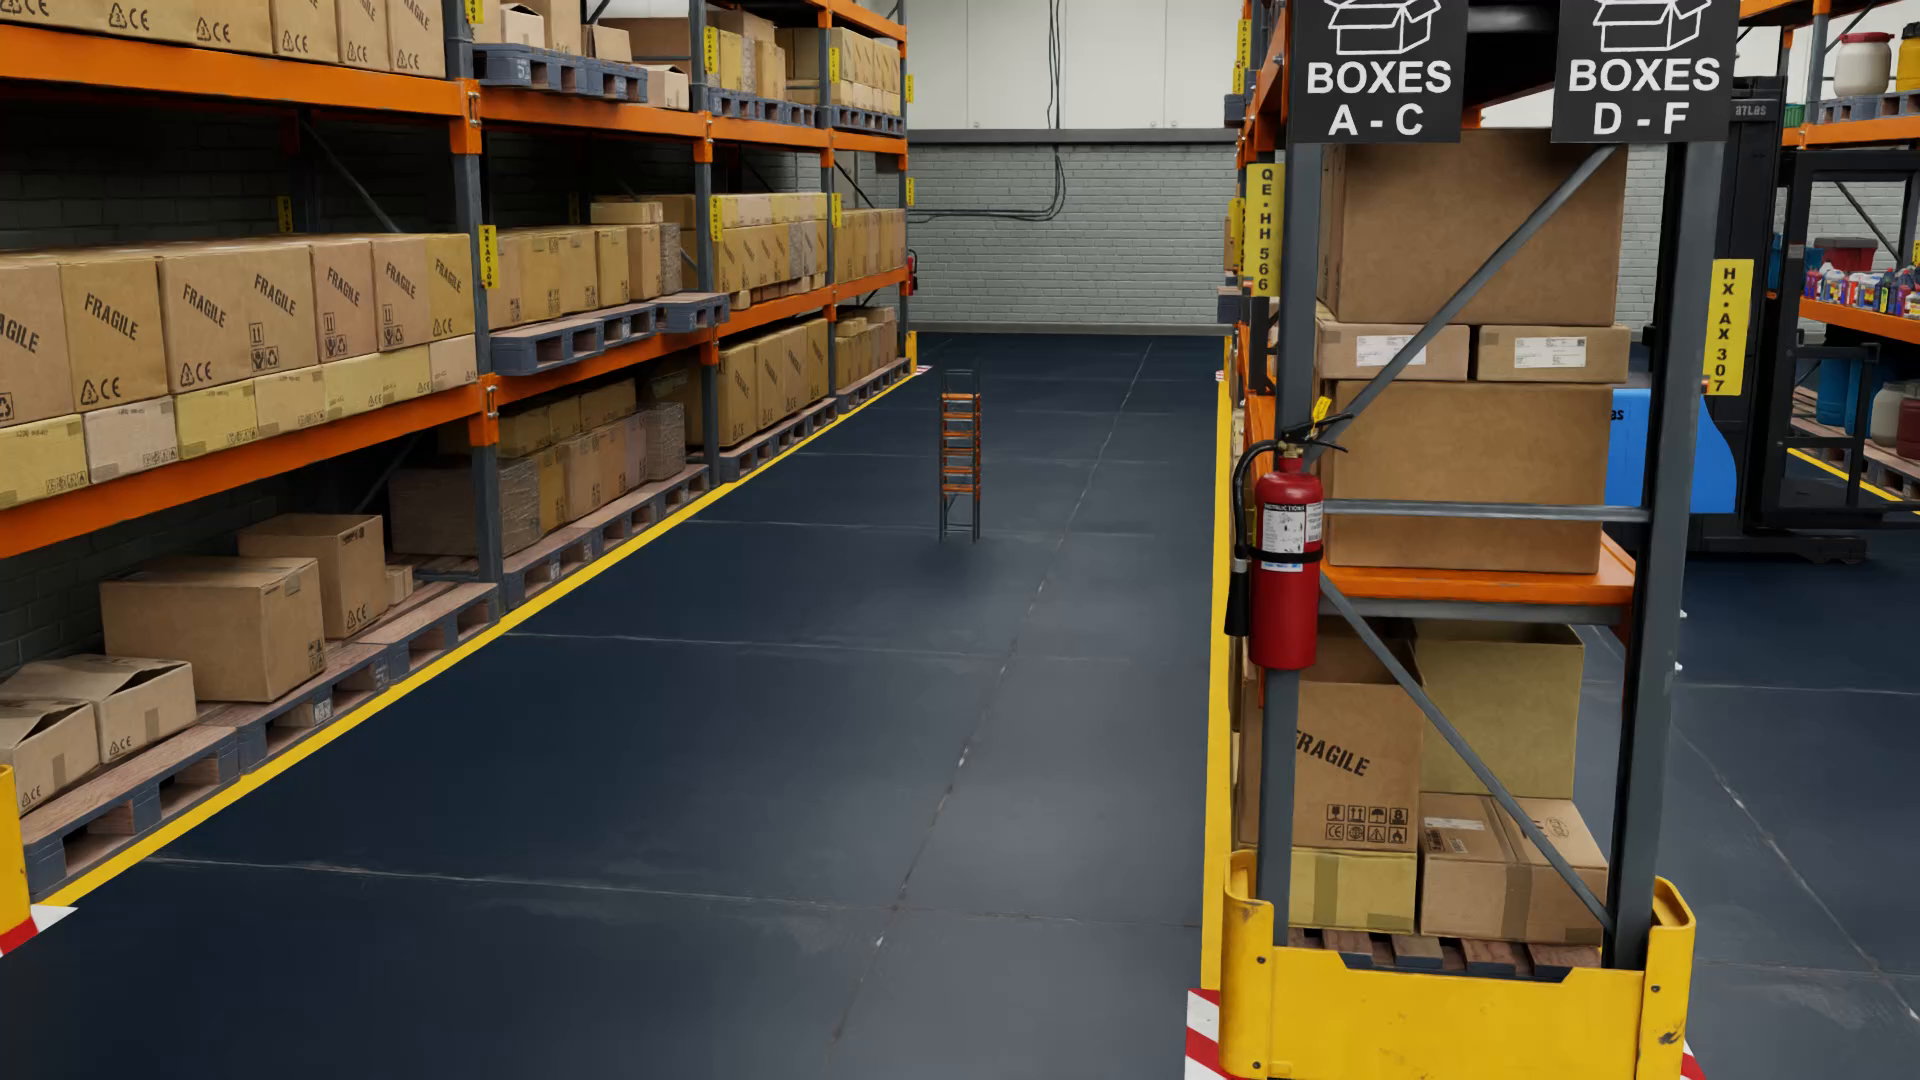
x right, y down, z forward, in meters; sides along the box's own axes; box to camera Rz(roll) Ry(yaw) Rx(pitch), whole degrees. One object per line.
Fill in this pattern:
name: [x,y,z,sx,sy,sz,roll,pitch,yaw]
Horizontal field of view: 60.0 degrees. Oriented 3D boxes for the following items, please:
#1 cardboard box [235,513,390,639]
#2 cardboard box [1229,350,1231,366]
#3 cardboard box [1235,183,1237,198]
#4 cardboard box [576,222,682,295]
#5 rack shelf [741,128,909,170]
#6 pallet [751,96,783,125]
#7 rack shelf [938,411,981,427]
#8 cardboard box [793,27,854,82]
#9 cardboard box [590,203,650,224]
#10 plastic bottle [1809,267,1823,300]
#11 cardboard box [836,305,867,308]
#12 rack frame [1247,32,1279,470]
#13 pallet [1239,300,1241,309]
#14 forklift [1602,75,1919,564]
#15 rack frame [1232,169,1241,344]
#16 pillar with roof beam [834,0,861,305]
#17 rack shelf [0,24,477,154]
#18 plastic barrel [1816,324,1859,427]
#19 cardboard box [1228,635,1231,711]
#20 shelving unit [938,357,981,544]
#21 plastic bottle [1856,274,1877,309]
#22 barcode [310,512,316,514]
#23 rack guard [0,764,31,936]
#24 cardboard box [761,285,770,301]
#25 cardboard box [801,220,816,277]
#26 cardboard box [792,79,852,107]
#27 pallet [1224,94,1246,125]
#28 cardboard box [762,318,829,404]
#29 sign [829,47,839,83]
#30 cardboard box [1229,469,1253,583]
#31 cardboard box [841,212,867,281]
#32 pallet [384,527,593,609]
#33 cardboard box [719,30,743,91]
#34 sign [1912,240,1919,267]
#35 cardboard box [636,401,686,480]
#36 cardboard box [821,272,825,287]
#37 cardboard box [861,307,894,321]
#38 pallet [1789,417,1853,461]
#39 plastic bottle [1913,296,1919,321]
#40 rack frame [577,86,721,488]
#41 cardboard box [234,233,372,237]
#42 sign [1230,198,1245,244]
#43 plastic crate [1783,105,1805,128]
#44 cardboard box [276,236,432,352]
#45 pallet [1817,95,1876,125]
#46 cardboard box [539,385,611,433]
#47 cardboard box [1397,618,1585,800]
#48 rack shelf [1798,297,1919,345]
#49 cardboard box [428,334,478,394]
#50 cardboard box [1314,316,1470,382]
cardboard box: [-3.106,0.163,8.005,0.500,0.500,0.500,1,12,4]
cardboard box: [3.237,-1.958,18.441,0.500,0.250,0.500,2,12,9]
cardboard box: [3.426,-3.853,19.141,0.500,0.500,0.500,2,12,10]
cardboard box: [-2.433,-2.059,12.148,0.700,0.500,0.500,0,12,2]
rack shelf: [-1.448,-4.257,18.215,1.077,0.370,4.000,2,12,9]
pallet: [-2.155,-3.636,14.074,1.003,0.211,1.213,2,12,11]
rack shelf: [-0.002,-0.775,10.812,0.258,0.103,0.180,2,12,9]
cardboard box: [-1.369,-4.879,16.736,0.500,0.500,0.500,2,12,8]
cardboard box: [-2.429,-2.334,11.884,0.380,0.149,0.250,0,12,-1]
plastic bottle: [7.535,-2.258,14.627,0.061,0.283,0.133,2,12,9]
cardboard box: [-1.328,-2.743,19.998,0.380,0.149,0.250,2,12,9]
rack frame: [1.909,-0.901,8.055,1.000,3.000,0.127,2,12,9]
pallet: [2.819,-2.045,13.818,1.003,0.211,1.213,2,12,9]
forklift: [5.259,-1.400,10.533,3.031,2.935,1.130,0,12,2]
rack frame: [3.755,-3.399,19.646,1.000,3.000,0.127,2,12,9]
pillar with roof beam: [2.674,-6.942,21.846,9.100,9.000,0.400,2,12,9]
rack shelf: [-3.293,-1.759,6.624,1.077,0.370,4.000,2,12,9]
plastic barrel: [7.933,-1.472,14.688,0.600,0.901,0.708,2,12,9]
cardboard box: [1.375,0.532,6.934,0.500,0.250,0.500,2,12,9]
shelving unit: [-0.002,-0.584,10.853,0.258,1.200,0.189,2,12,9]
plastic bottle: [7.408,-2.020,13.539,0.152,0.276,0.135,2,12,9]
barcode: [-3.306,-0.106,8.494,0.001,0.075,0.075,2,12,9]
rack guard: [-3.589,0.978,5.269,1.175,0.500,0.348,2,12,9]
cardboard box: [-1.866,-2.161,14.451,0.380,0.149,0.250,2,12,9]
cardboard box: [-1.646,-2.720,15.502,0.500,0.500,0.500,2,12,9]
cardboard box: [-1.389,-4.509,16.796,0.500,0.250,0.500,2,12,8]
pallet: [2.814,-3.592,13.865,1.213,0.211,1.003,2,12,9]
cardboard box: [-1.727,-1.741,16.058,0.750,0.750,0.750,2,12,9]
sign: [-1.218,-4.584,16.048,0.100,0.325,0.005,2,12,9]
cardboard box: [1.529,-0.043,7.821,0.500,0.500,0.500,2,12,9]
cardboard box: [-1.538,-3.137,17.718,0.980,0.700,0.700,2,12,7]
pallet: [-2.868,0.140,9.842,1.003,0.211,1.213,2,12,9]
cardboard box: [-2.225,-3.953,13.816,0.700,0.500,0.500,3,12,12]
sign: [8.577,-2.522,14.920,0.100,0.325,0.005,2,12,9]
cardboard box: [-2.430,-0.735,12.174,0.700,0.500,0.500,2,12,9]
cardboard box: [-1.528,-2.534,16.179,0.380,0.149,0.250,2,12,9]
cardboard box: [-0.989,-2.678,19.695,0.380,0.149,0.250,2,12,8]
pallet: [7.874,-0.883,14.589,1.003,0.211,1.213,2,12,9]
plastic bottle: [7.205,-1.746,12.448,0.097,0.201,0.097,0,12,0]
rack frame: [-2.371,-1.894,12.660,1.000,3.000,0.127,2,12,9]
cardboard box: [-3.265,-1.273,8.308,0.500,0.500,0.500,2,12,7]
sign: [1.987,-2.277,11.878,0.100,0.325,0.005,2,12,9]
plastic crate: [7.800,-3.866,15.195,0.450,0.188,0.662,2,12,9]
cardboard box: [-2.824,-1.151,7.745,0.500,0.500,0.500,2,12,8]
pallet: [8.010,-3.613,13.966,1.213,0.211,1.003,2,12,9]
cardboard box: [-2.654,-0.878,11.056,0.500,0.250,0.500,2,12,8]
cardboard box: [1.672,0.495,5.326,0.500,0.500,0.500,2,12,9]
rack shelf: [7.726,-1.637,13.178,1.077,0.370,4.000,2,12,9]
cardboard box: [-2.759,-0.889,8.307,0.500,0.250,0.500,2,12,9]
cardboard box: [1.165,-0.520,4.510,0.380,0.149,0.250,2,12,8]
